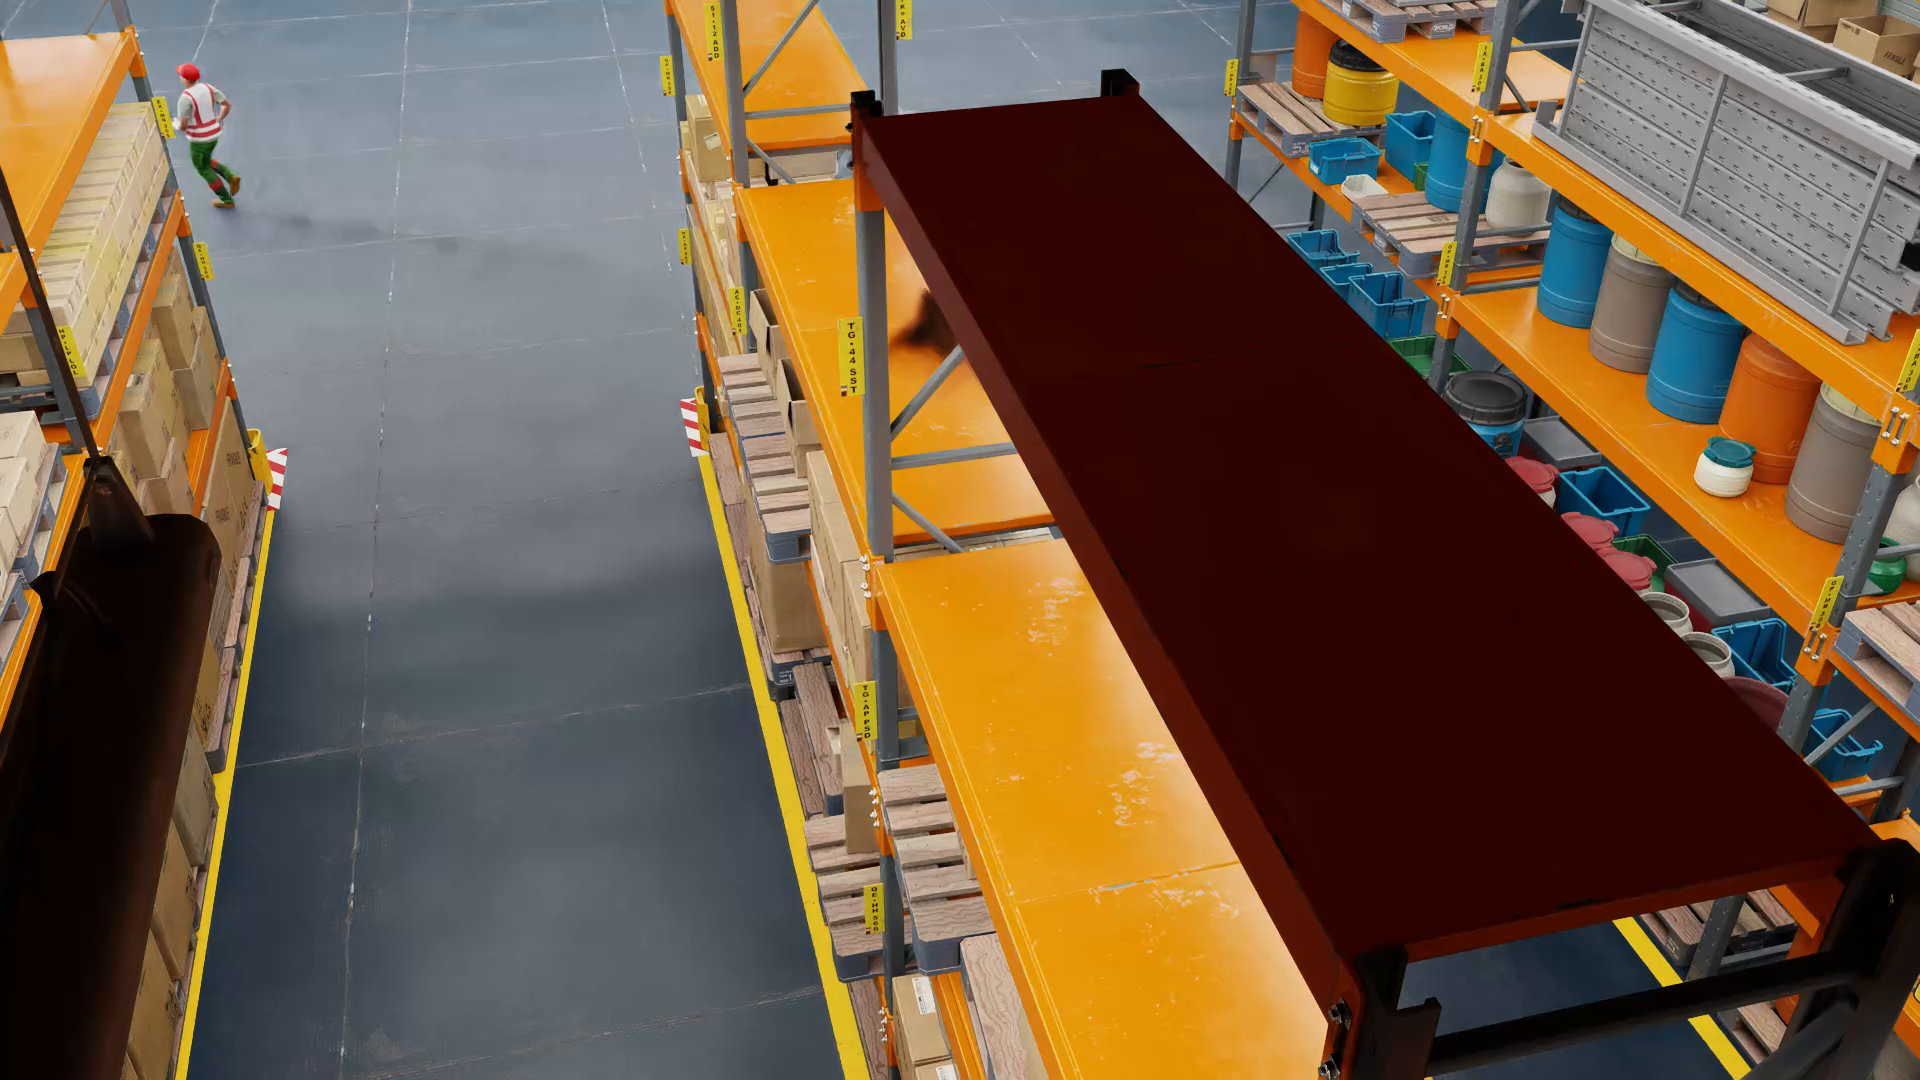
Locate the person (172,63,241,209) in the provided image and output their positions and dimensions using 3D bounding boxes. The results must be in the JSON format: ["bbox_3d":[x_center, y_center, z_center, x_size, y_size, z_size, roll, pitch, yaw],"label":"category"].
[{"bbox_3d":[-8.883,-4.732,19.469,0.583,1.745,0.664,11,36,15],"label":"person"}]

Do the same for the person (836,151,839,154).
[{"bbox_3d":[-1.591,-4.059,18.409,0.983,1.750,0.701,11,36,16],"label":"person"}]
